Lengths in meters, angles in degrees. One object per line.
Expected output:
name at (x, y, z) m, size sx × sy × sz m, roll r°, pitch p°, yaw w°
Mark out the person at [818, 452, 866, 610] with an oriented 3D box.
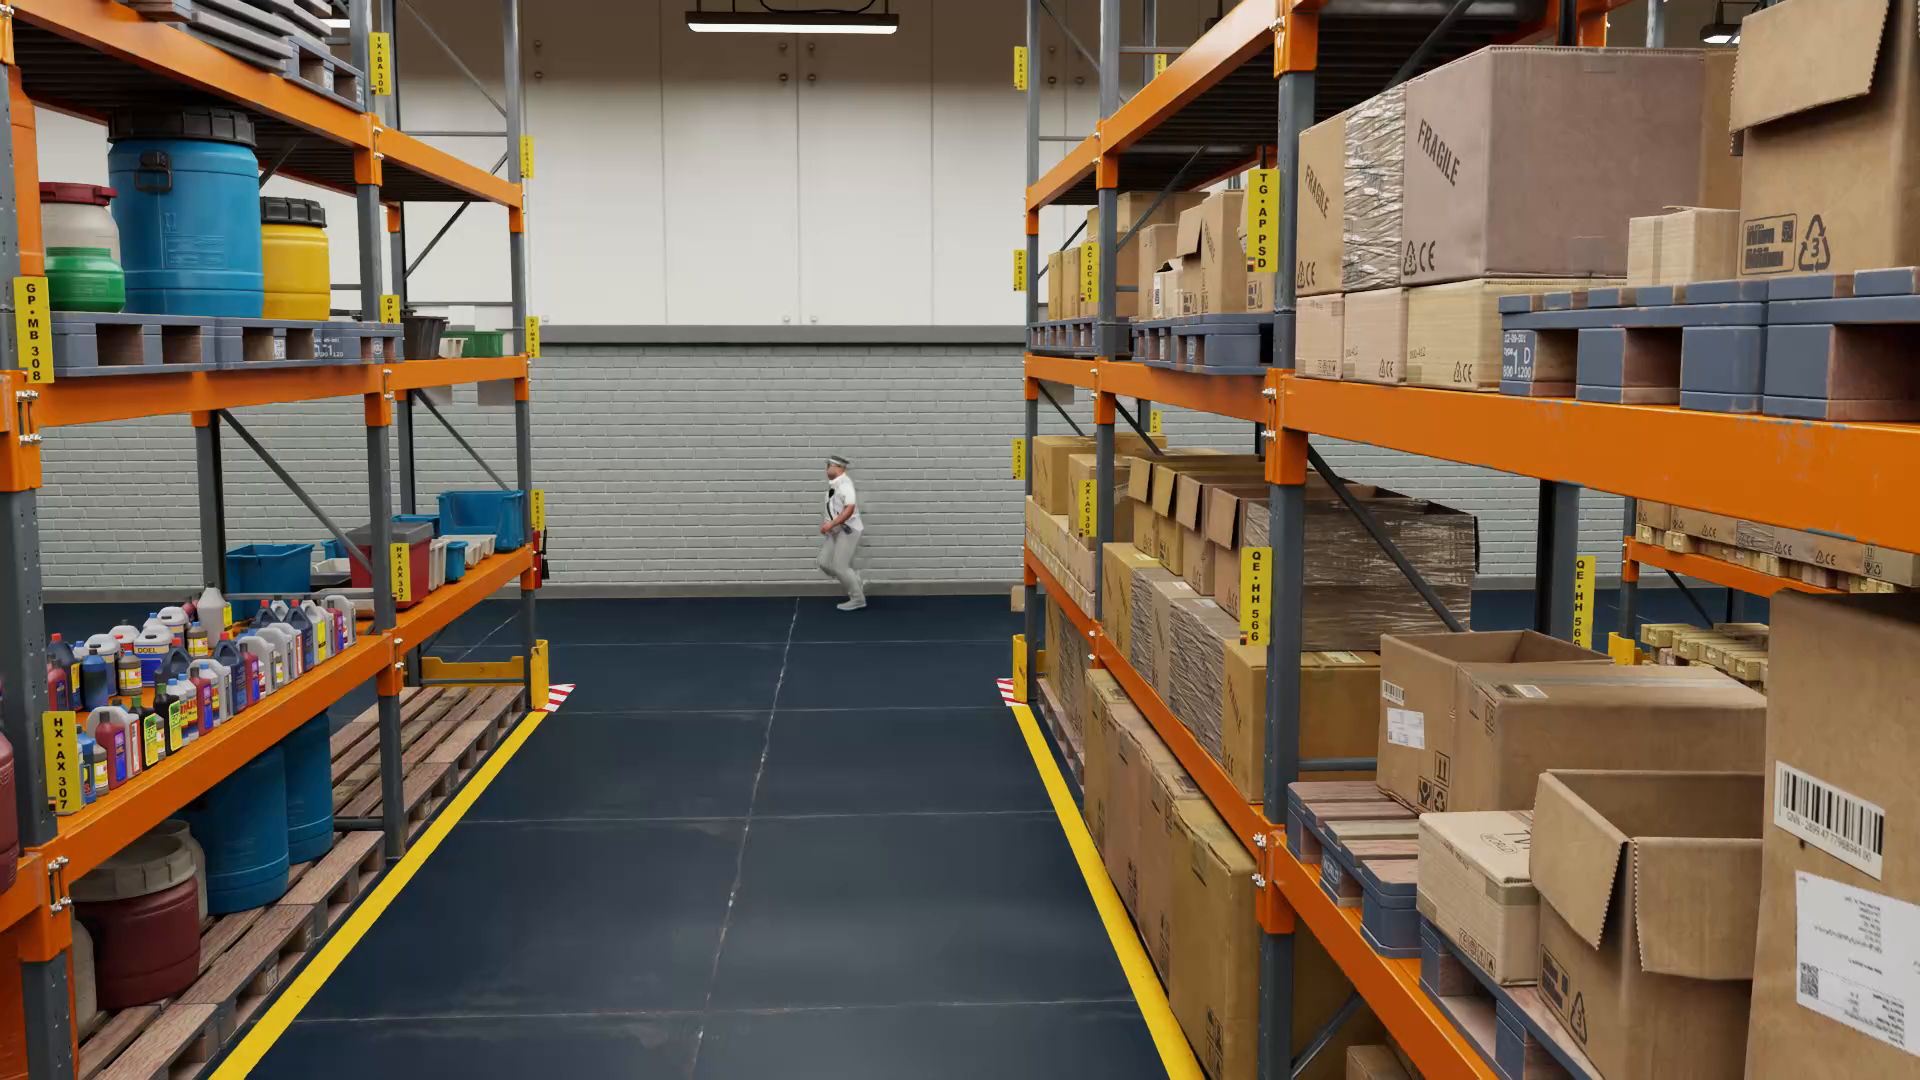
person at (-1.268, -0.100, 18.085) m, size 0.529 × 1.726 × 0.701 m, roll -2°, pitch 7°, yaw -14°
